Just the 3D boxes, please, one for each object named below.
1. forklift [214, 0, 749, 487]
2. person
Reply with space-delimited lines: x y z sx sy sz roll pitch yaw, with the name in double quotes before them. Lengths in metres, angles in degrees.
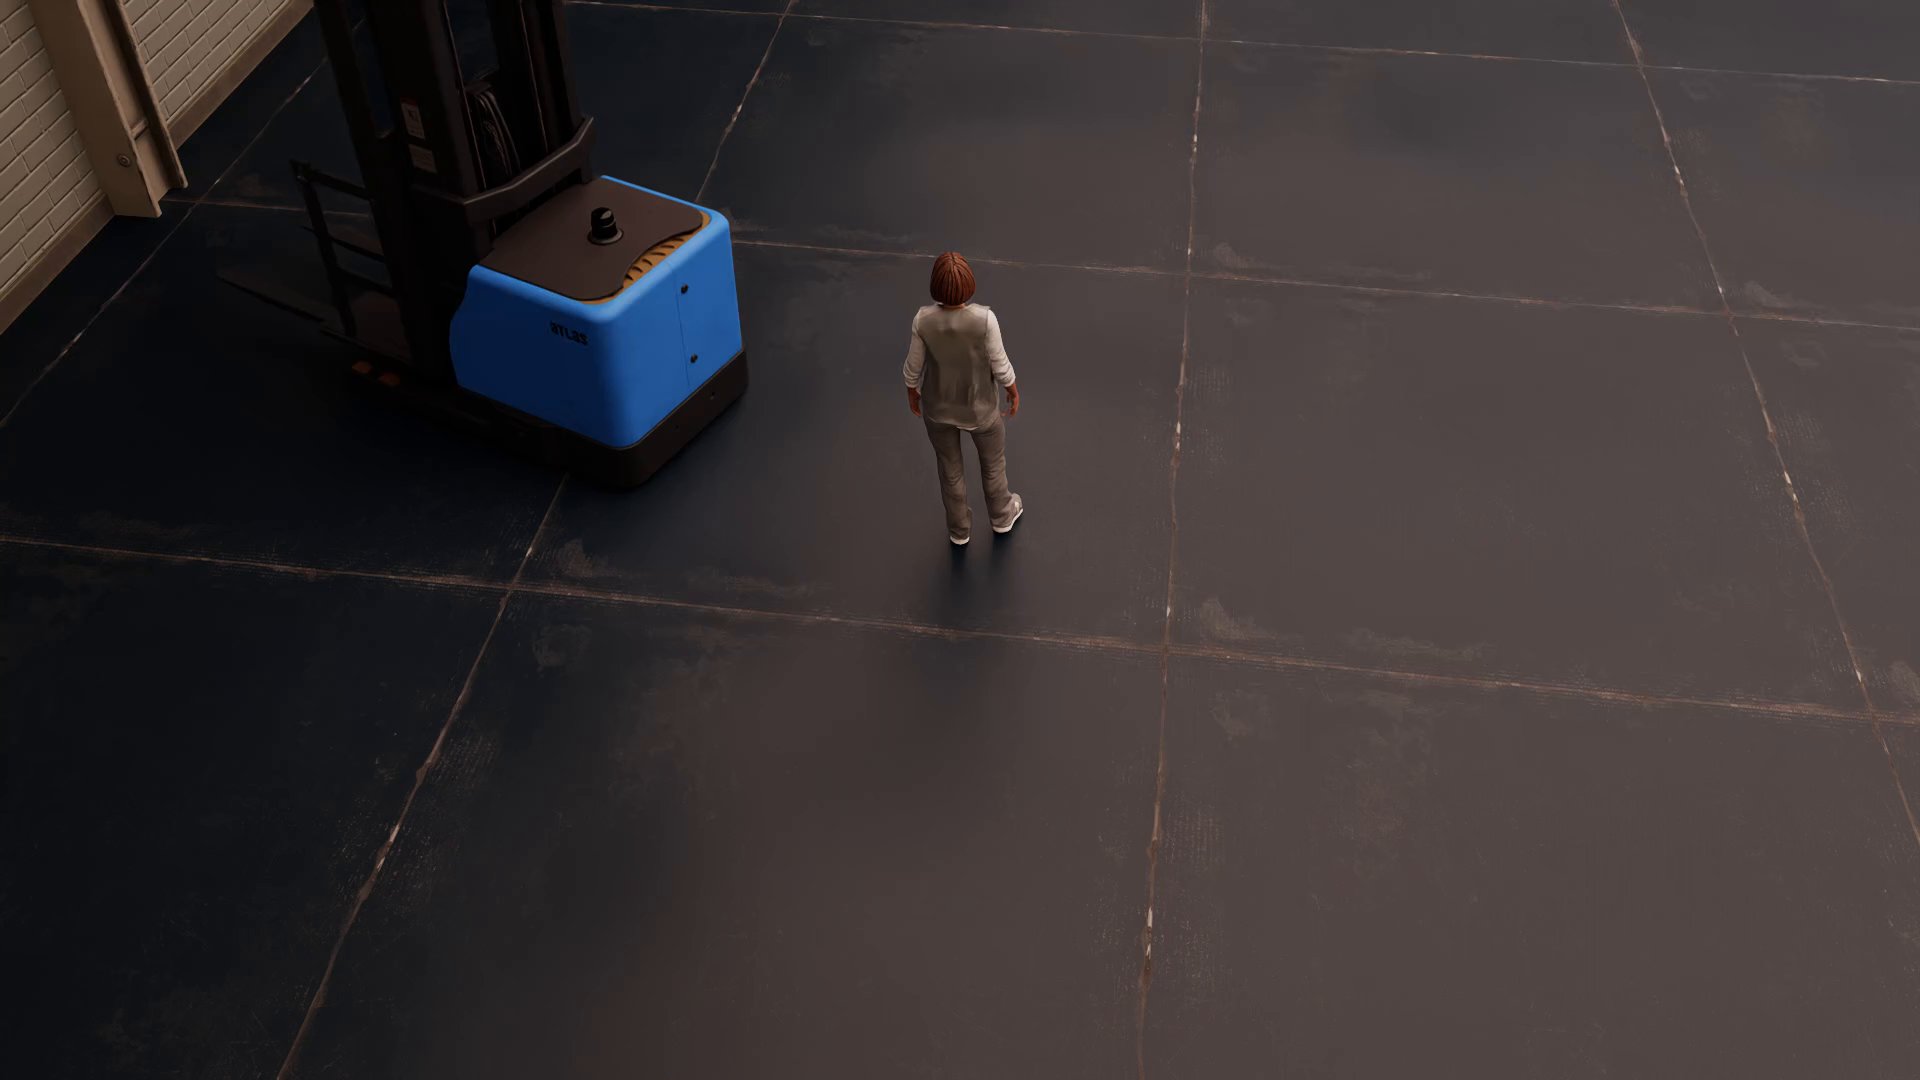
"forklift" -2.635 -2.071 7.979 3.031 2.935 1.130 21 47 21
"person" 0.024 -0.642 7.398 0.519 1.598 0.474 5 43 6
